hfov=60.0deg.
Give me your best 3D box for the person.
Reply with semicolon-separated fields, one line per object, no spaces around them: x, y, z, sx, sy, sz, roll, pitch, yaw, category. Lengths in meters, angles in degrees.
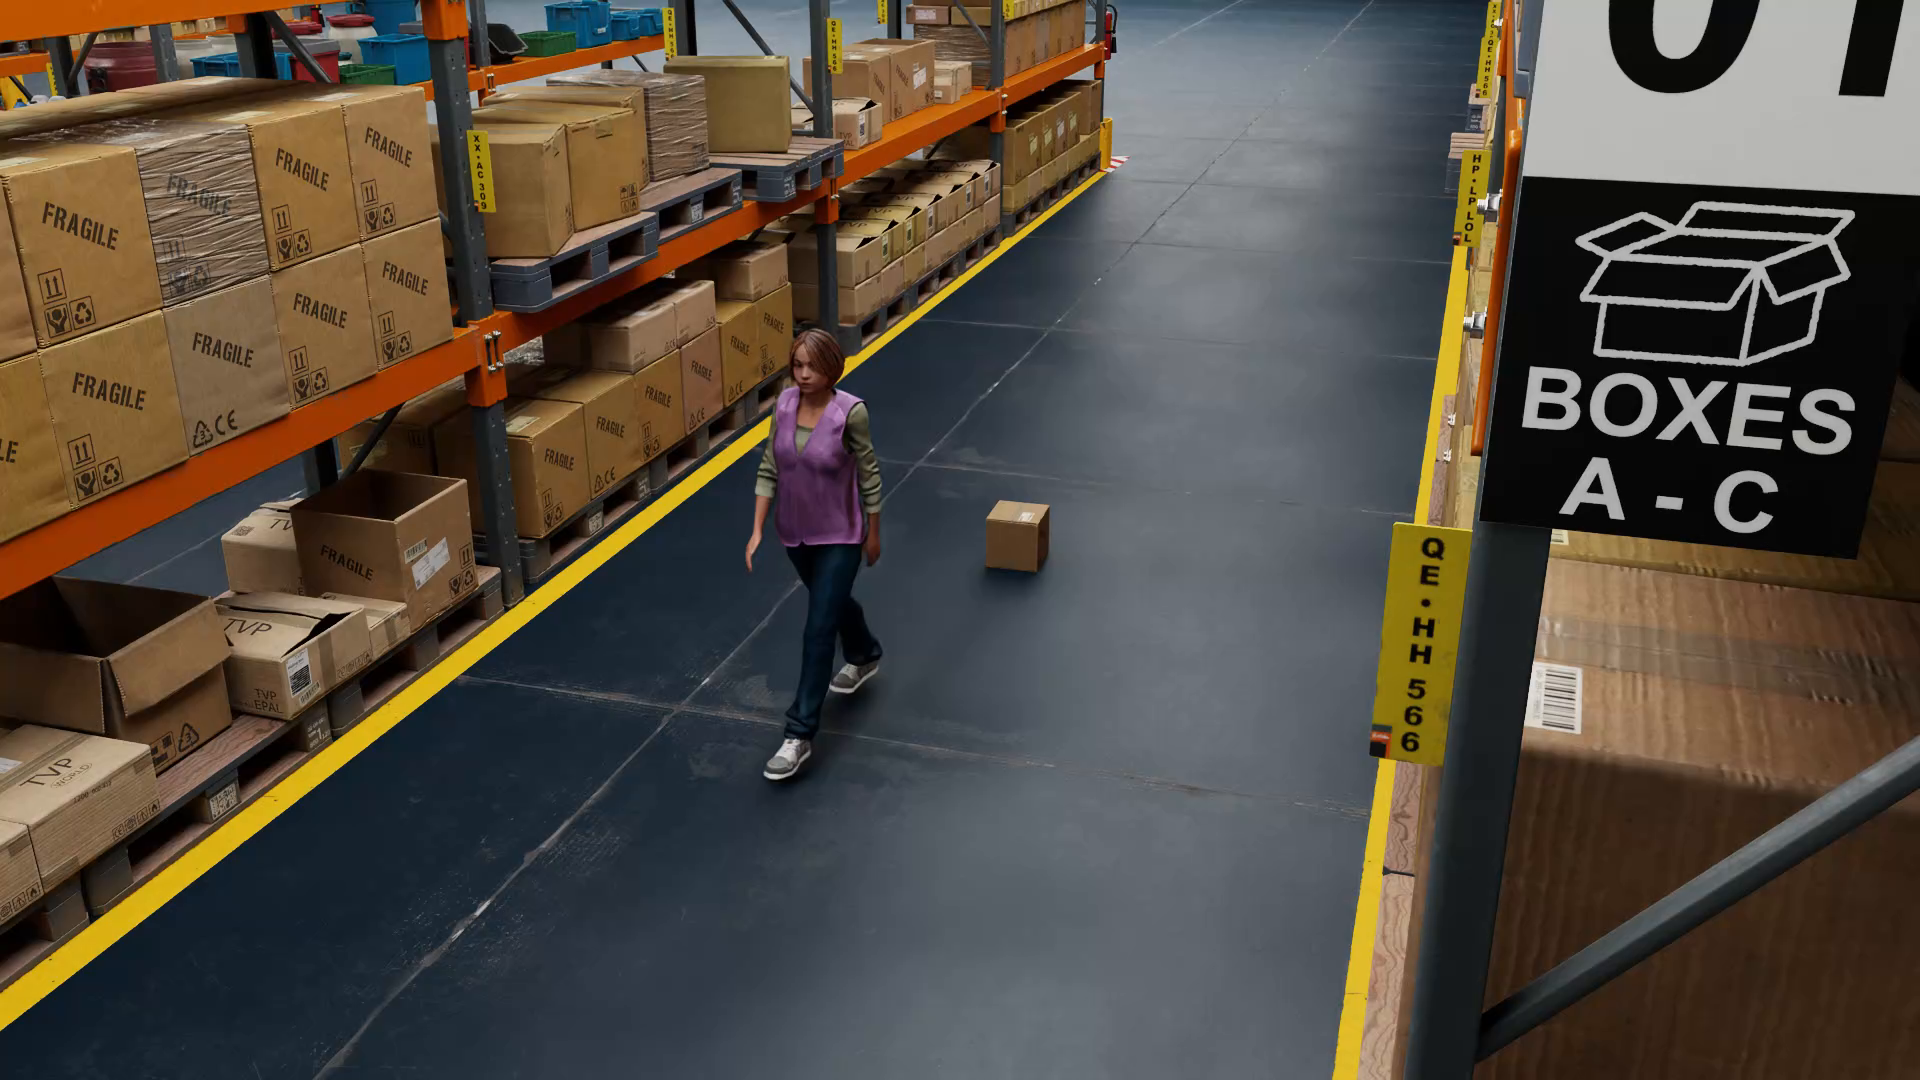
-0.547;-0.010;6.085;0.428;1.538;0.954;11;25;25;person
